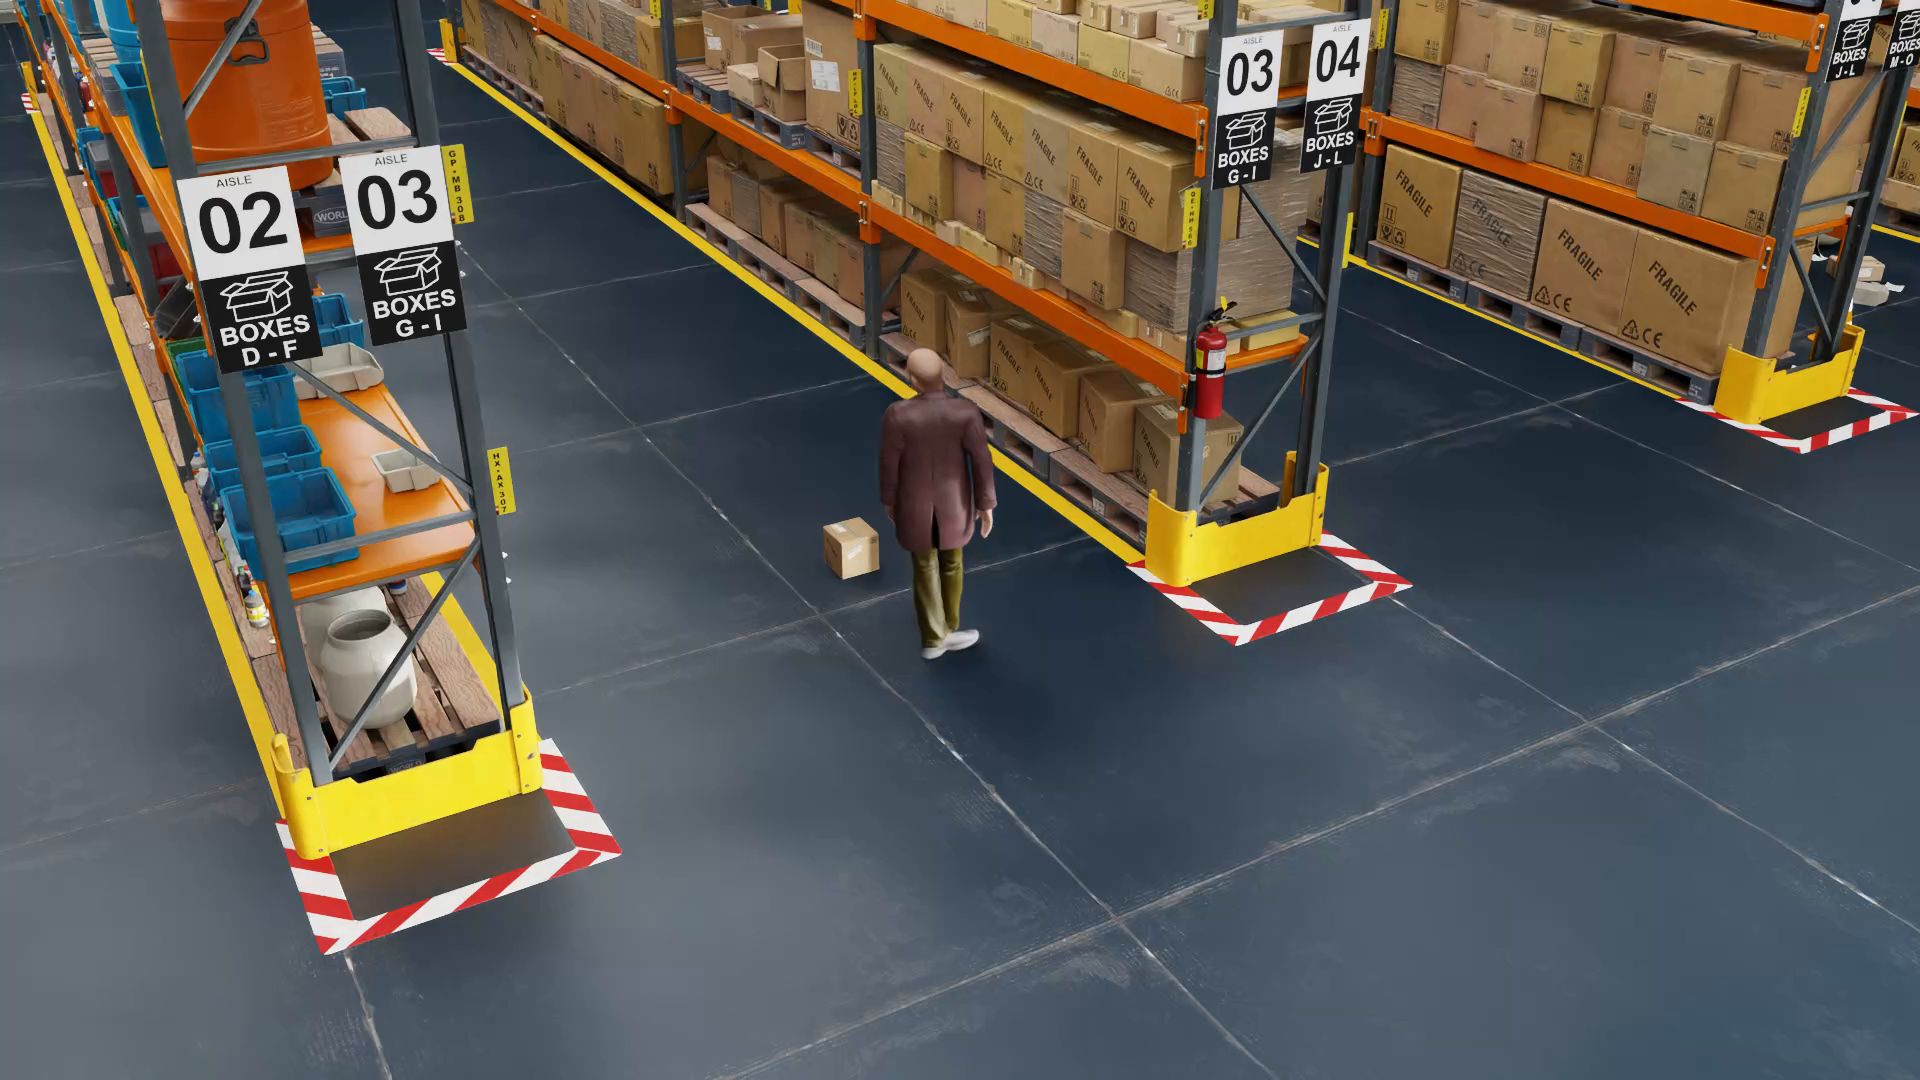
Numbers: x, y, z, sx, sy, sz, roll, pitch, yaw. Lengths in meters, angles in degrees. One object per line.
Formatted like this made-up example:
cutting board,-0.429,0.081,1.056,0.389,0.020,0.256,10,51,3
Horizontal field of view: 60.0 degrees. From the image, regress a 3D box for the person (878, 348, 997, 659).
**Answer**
person,-0.123,-0.230,9.004,0.629,1.777,0.550,-1,29,-2
